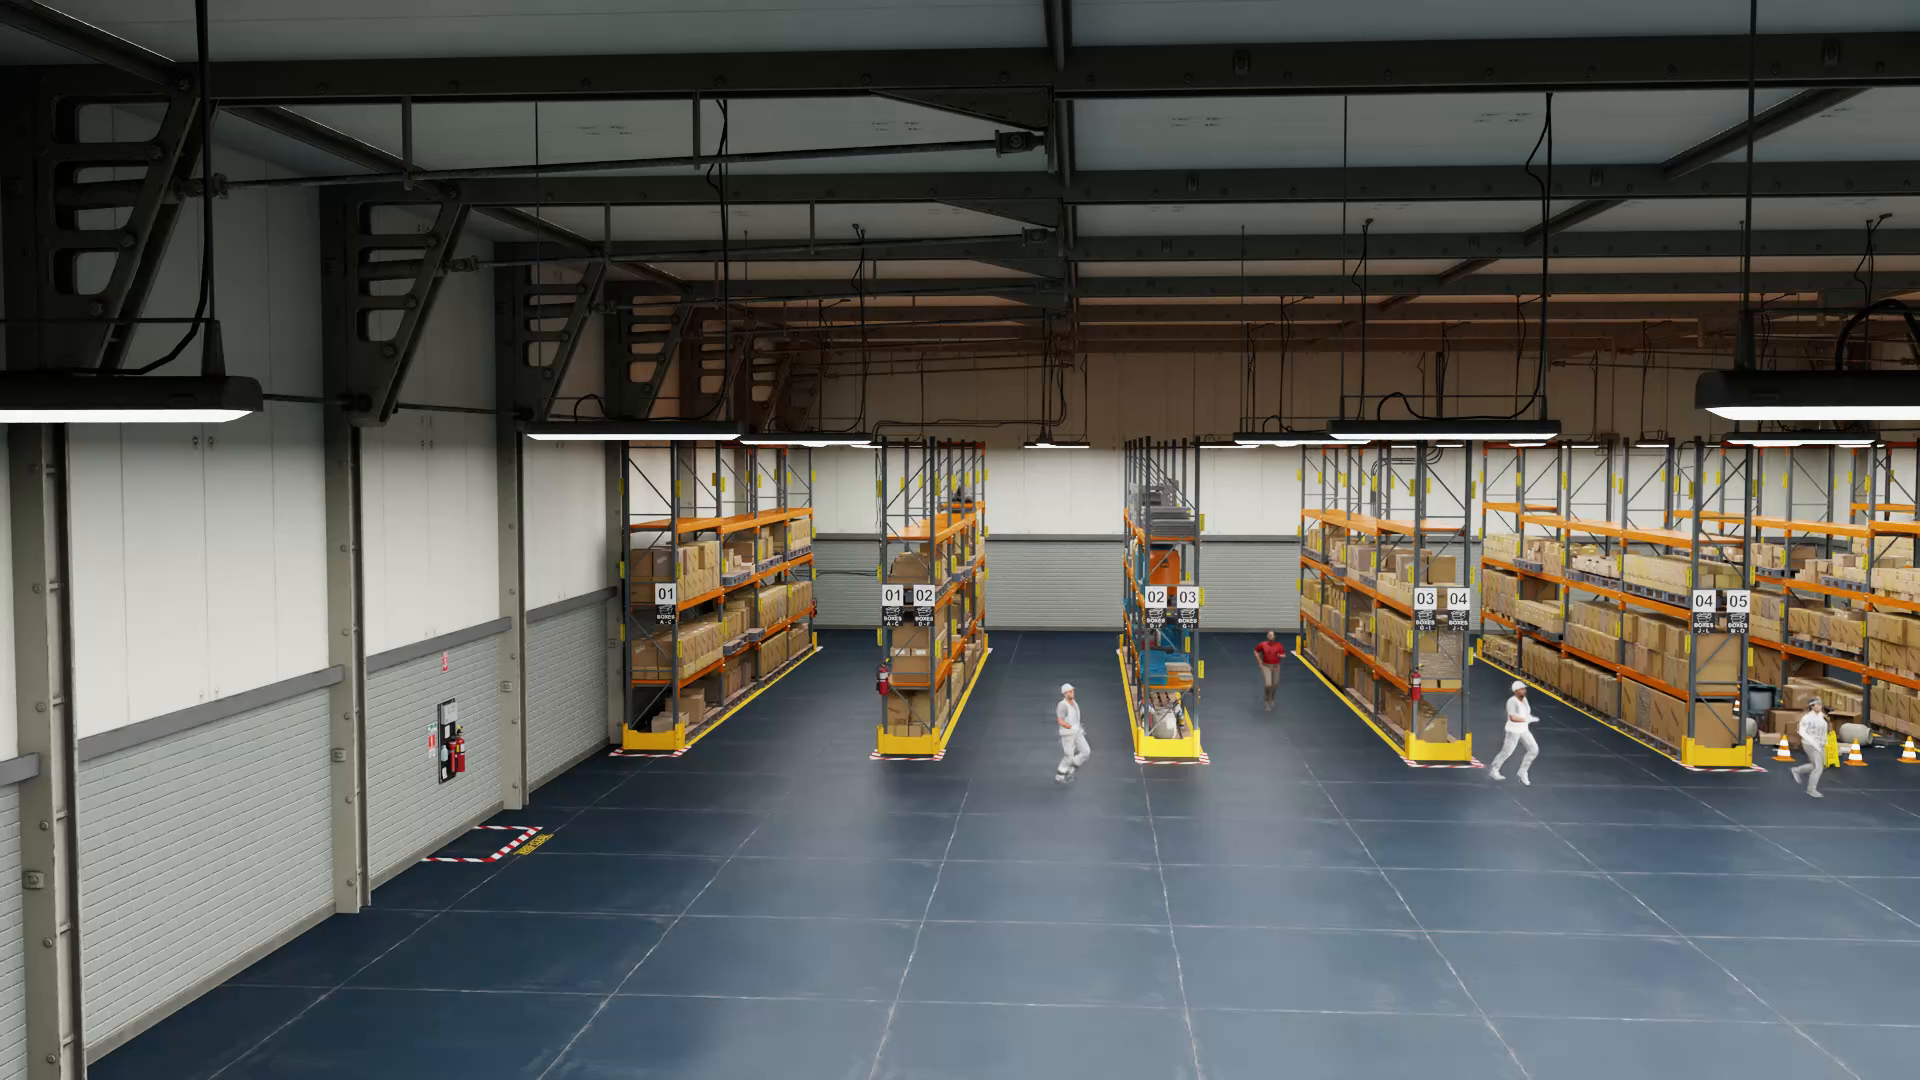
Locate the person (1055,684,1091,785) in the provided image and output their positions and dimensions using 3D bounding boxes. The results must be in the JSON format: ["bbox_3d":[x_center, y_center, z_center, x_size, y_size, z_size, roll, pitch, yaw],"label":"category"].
[{"bbox_3d":[1.917,3.319,28.409,0.617,1.738,0.673,2,4,35],"label":"person"}]

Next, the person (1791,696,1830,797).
[{"bbox_3d":[14.173,3.415,27.740,0.626,1.681,0.601,-2,3,-29],"label":"person"}]

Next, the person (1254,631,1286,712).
[{"bbox_3d":[6.874,2.905,36.754,0.639,1.798,0.745,0,3,-5],"label":"person"}]

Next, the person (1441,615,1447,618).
[{"bbox_3d":[13.415,2.381,46.738,0.716,1.691,0.800,2,4,33],"label":"person"}]

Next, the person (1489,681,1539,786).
[{"bbox_3d":[9.562,3.304,28.530,0.696,1.800,0.894,-3,4,-41],"label":"person"}]
